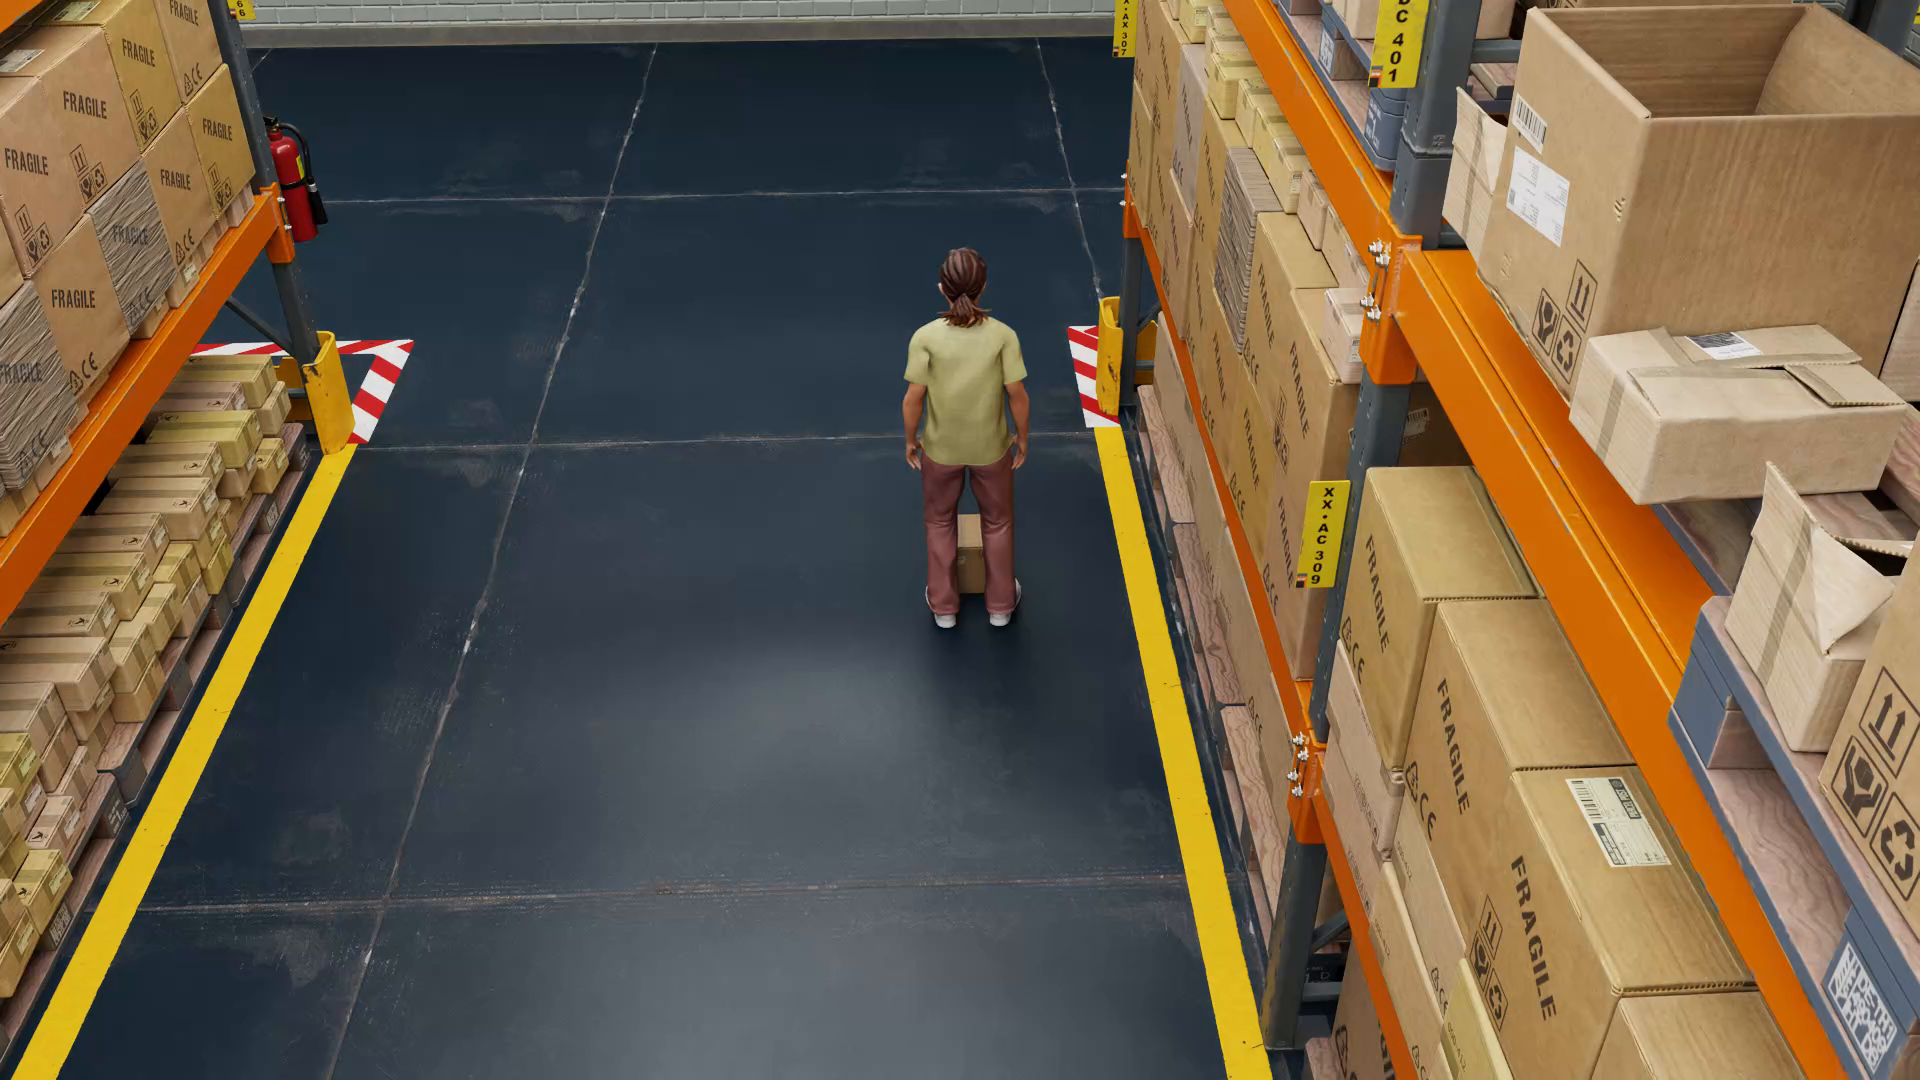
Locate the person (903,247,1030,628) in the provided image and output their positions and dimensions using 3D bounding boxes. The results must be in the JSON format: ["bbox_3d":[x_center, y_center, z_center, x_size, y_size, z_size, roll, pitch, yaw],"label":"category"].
[{"bbox_3d":[0.025,-0.377,6.677,0.499,1.673,0.358,0,35,-1],"label":"person"}]
